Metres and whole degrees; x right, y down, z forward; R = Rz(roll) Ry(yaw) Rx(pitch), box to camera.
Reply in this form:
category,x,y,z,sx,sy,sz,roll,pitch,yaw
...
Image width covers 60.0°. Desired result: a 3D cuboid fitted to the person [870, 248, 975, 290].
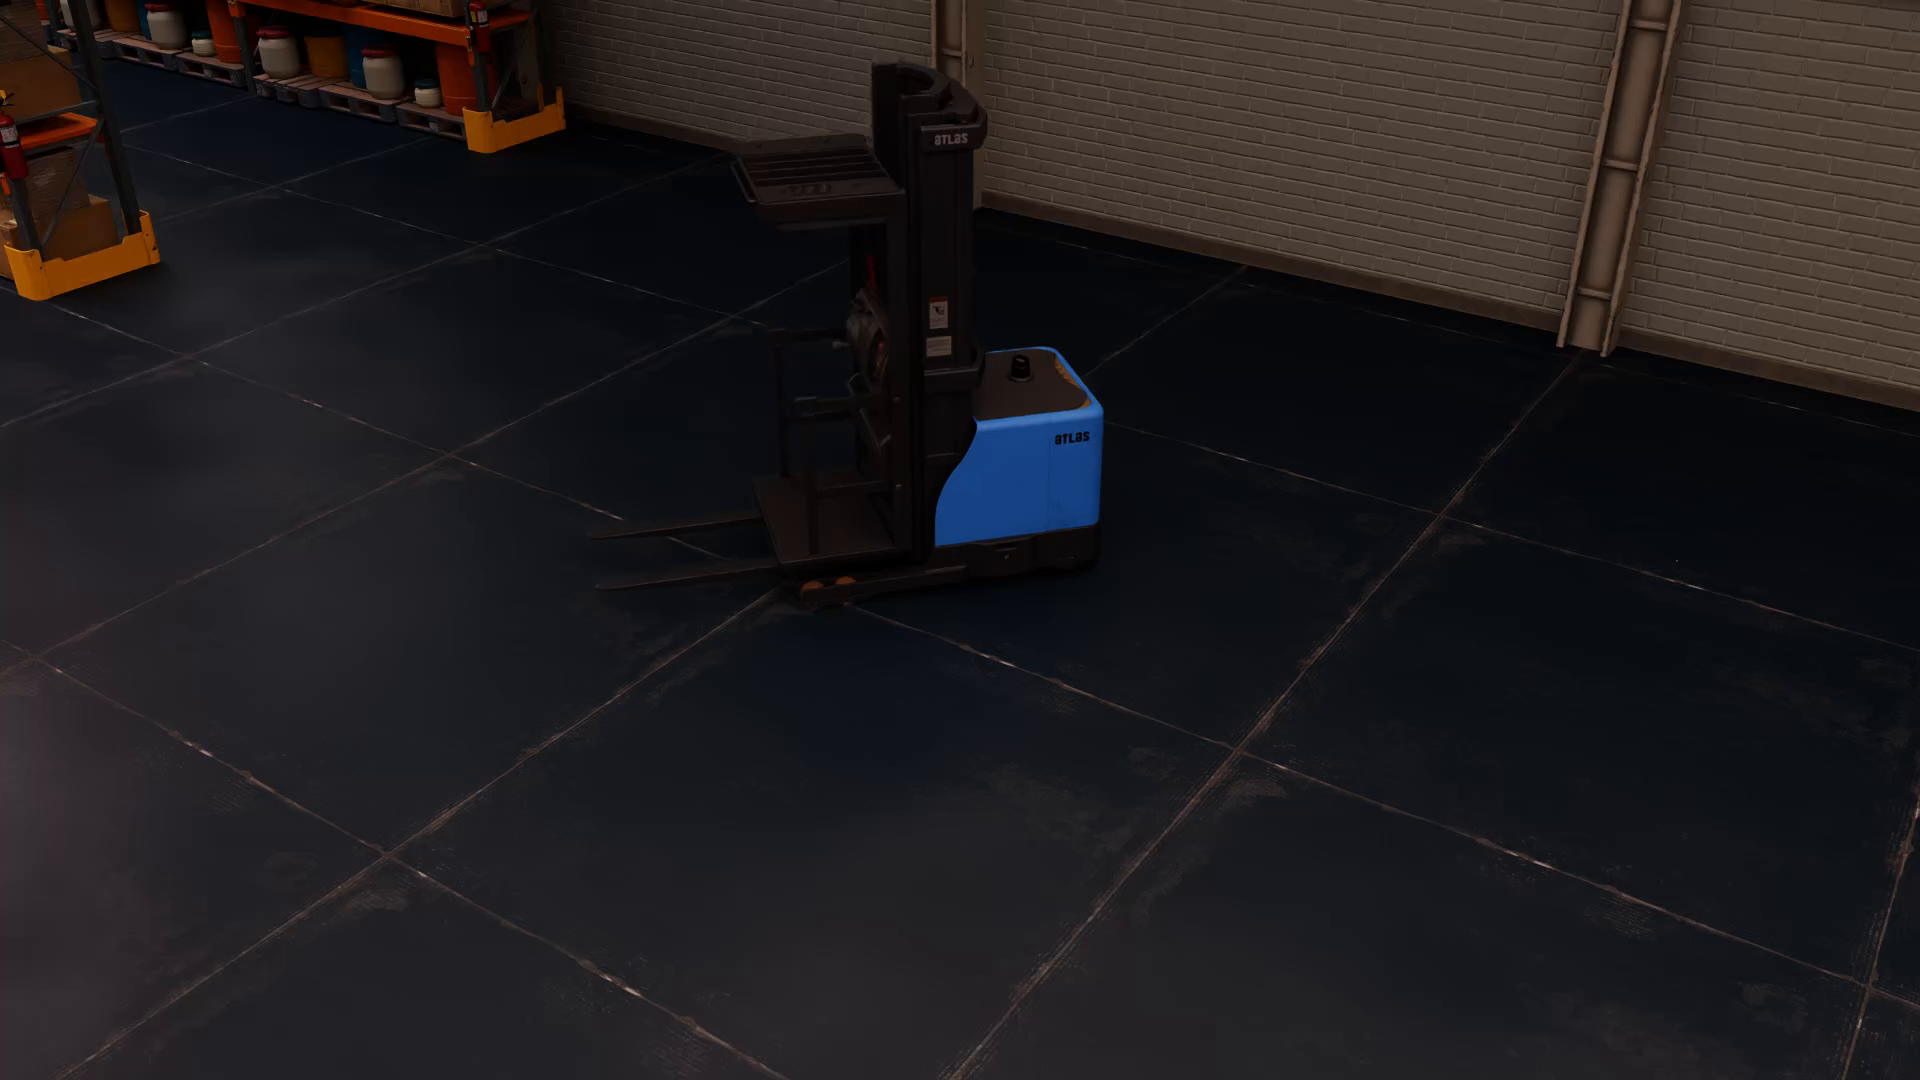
category,x,y,z,sx,sy,sz,roll,pitch,yaw
person,-0.261,-1.629,11.885,0.807,1.470,1.100,18,34,27

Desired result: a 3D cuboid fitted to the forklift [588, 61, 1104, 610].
category,x,y,z,sx,sy,sz,roll,pitch,yaw
forklift,-0.717,-1.149,9.561,3.031,2.935,1.130,-8,31,-13
